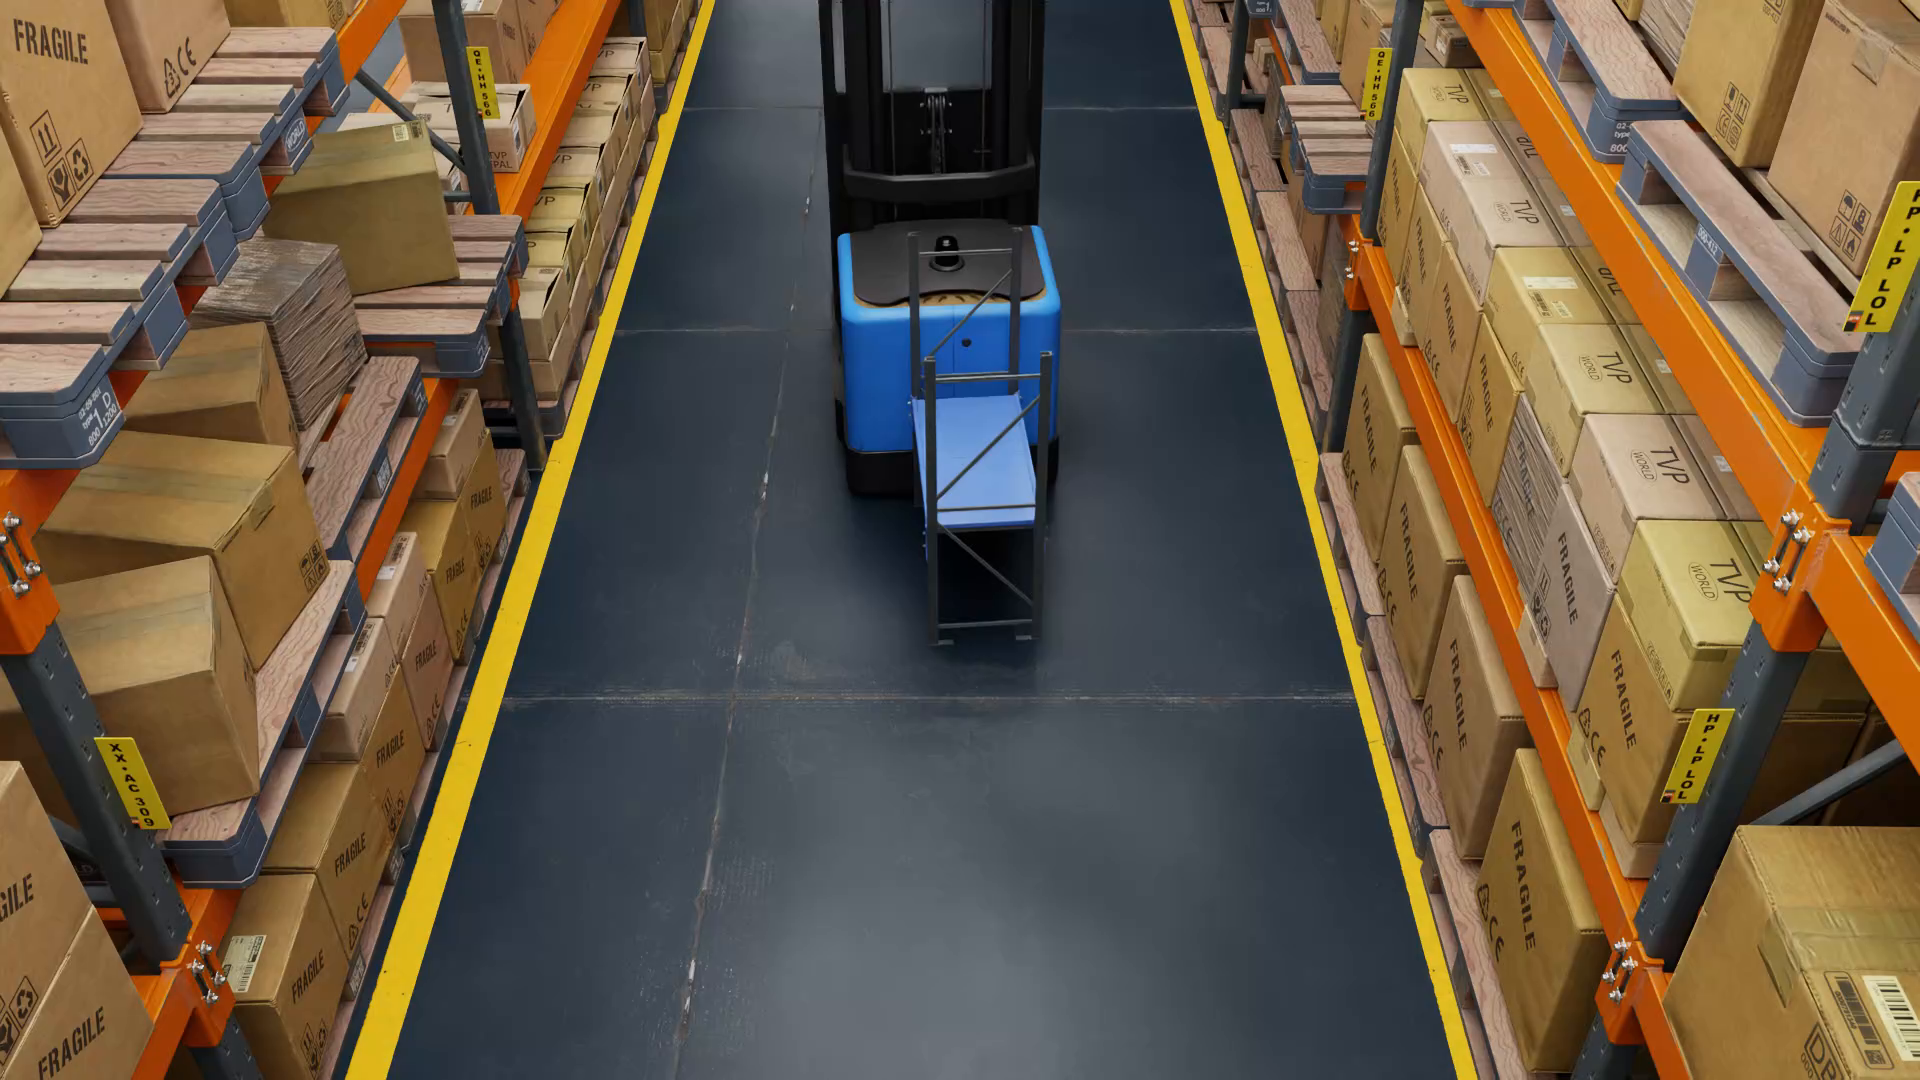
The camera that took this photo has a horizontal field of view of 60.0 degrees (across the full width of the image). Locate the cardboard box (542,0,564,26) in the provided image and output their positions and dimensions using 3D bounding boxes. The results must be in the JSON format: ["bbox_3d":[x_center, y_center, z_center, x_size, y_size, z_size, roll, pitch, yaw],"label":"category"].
[{"bbox_3d":[-2.629,-3.280,9.610,0.500,0.500,0.500,3,39,3],"label":"cardboard box"}]

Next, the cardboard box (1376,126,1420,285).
[{"bbox_3d":[2.089,-1.414,7.028,0.500,0.500,0.500,1,39,1],"label":"cardboard box"}]

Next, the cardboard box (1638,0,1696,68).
[{"bbox_3d":[2.456,-1.647,4.821,0.700,0.500,0.500,0,39,0],"label":"cardboard box"}]

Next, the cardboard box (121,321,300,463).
[{"bbox_3d":[-2.668,-0.356,5.625,0.700,0.500,0.500,-9,40,-11],"label":"cardboard box"}]

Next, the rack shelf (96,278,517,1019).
[{"bbox_3d":[-2.607,-0.018,6.194,1.077,0.370,4.000,0,39,0],"label":"rack shelf"}]

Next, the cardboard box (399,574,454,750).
[{"bbox_3d":[-2.366,0.491,6.631,0.500,0.500,0.500,-1,39,-2],"label":"cardboard box"}]

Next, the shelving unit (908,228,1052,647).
[{"bbox_3d":[0.067,-0.449,7.357,0.538,1.500,1.048,-3,39,-4],"label":"shelving unit"}]

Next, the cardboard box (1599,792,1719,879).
[{"bbox_3d":[2.066,0.825,4.752,0.380,0.149,0.250,0,39,0],"label":"cardboard box"}]

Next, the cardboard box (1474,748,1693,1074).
[{"bbox_3d":[2.218,1.215,5.464,0.750,0.750,0.750,0,39,0],"label":"cardboard box"}]

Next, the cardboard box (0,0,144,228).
[{"bbox_3d":[-2.555,-1.193,4.192,0.600,0.600,0.600,0,39,-1],"label":"cardboard box"}]

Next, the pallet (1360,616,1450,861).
[{"bbox_3d":[2.269,0.787,6.845,1.003,0.211,1.213,0,39,0],"label":"pallet"}]

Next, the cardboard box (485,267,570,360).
[{"bbox_3d":[-2.316,-1.187,8.492,0.500,0.311,0.500,1,39,1],"label":"cardboard box"}]

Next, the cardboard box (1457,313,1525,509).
[{"bbox_3d":[2.088,-0.451,5.825,0.500,0.500,0.500,1,39,1],"label":"cardboard box"}]

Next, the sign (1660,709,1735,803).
[{"bbox_3d":[1.807,0.532,4.071,0.100,0.325,0.005,0,39,0],"label":"sign"}]

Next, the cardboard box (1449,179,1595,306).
[{"bbox_3d":[2.093,-1.078,6.008,0.500,0.250,0.500,0,39,0],"label":"cardboard box"}]

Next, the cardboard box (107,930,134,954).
[{"bbox_3d":[-2.892,1.448,5.438,0.500,0.500,0.500,0,39,0],"label":"cardboard box"}]

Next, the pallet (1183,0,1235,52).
[{"bbox_3d":[2.300,-4.153,13.009,1.003,0.211,1.213,0,39,0],"label":"pallet"}]

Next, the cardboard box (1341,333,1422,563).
[{"bbox_3d":[2.214,-0.420,7.504,0.750,0.750,0.750,-1,39,-1],"label":"cardboard box"}]

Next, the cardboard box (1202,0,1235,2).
[{"bbox_3d":[2.198,-4.506,12.867,0.700,0.500,0.500,-2,39,-3],"label":"cardboard box"}]

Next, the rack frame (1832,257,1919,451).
[{"bbox_3d":[2.349,-1.395,2.540,1.000,3.000,0.127,0,39,0],"label":"rack frame"}]

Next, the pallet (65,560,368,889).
[{"bbox_3d":[-2.496,0.527,5.092,1.003,0.211,1.213,0,39,0],"label":"pallet"}]

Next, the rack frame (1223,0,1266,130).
[{"bbox_3d":[2.340,-4.057,10.659,1.000,3.000,0.127,0,39,0],"label":"rack frame"}]

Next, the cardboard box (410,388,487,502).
[{"bbox_3d":[-2.369,-0.418,7.166,0.500,0.250,0.500,1,39,2],"label":"cardboard box"}]

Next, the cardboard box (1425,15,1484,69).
[{"bbox_3d":[2.314,-2.235,7.435,0.380,0.149,0.250,-5,39,-6],"label":"cardboard box"}]

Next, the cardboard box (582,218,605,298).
[{"bbox_3d":[-2.324,-1.607,9.466,0.500,0.250,0.500,-1,39,-1],"label":"cardboard box"}]

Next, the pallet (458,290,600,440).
[{"bbox_3d":[-2.571,-0.976,9.045,1.003,0.211,1.213,0,39,0],"label":"pallet"}]

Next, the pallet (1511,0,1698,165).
[{"bbox_3d":[2.403,-1.550,5.283,1.003,0.211,1.213,2,39,2],"label":"pallet"}]

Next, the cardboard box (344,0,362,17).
[{"bbox_3d":[-2.574,-2.167,5.822,0.910,0.500,0.500,0,39,0],"label":"cardboard box"}]

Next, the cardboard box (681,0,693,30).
[{"bbox_3d":[-2.302,-4.057,12.523,0.500,0.250,0.500,0,39,0],"label":"cardboard box"}]

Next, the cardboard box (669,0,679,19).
[{"bbox_3d":[-2.310,-4.037,11.898,0.500,0.500,0.500,0,39,0],"label":"cardboard box"}]

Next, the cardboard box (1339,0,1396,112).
[{"bbox_3d":[2.306,-2.409,8.171,0.700,0.500,0.500,-3,39,-4],"label":"cardboard box"}]

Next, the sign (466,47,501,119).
[{"bbox_3d":[-2.066,-1.976,7.201,0.100,0.325,0.005,0,39,0],"label":"sign"}]

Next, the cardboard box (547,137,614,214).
[{"bbox_3d":[-2.325,-2.156,9.701,0.500,0.311,0.500,0,39,-1],"label":"cardboard box"}]

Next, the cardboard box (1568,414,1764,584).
[{"bbox_3d":[2.102,-0.121,4.814,0.500,0.250,0.500,1,39,1],"label":"cardboard box"}]

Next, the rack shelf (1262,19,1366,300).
[{"bbox_3d":[2.342,-2.525,9.323,1.077,0.370,4.000,0,39,0],"label":"rack shelf"}]

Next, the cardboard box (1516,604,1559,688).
[{"bbox_3d":[2.027,0.340,5.357,0.380,0.149,0.250,0,39,0],"label":"cardboard box"}]

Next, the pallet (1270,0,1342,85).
[{"bbox_3d":[2.301,-2.718,9.142,1.003,0.211,1.213,0,39,0],"label":"pallet"}]

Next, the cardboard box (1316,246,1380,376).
[{"bbox_3d":[2.292,-1.202,8.743,0.700,0.500,0.500,0,39,1],"label":"cardboard box"}]

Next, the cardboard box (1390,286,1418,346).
[{"bbox_3d":[2.021,-0.935,6.949,0.380,0.149,0.250,1,39,1],"label":"cardboard box"}]

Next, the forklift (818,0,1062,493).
[{"bbox_3d":[-0.157,-2.284,8.502,1.130,2.935,3.031,-3,39,-4],"label":"forklift"}]

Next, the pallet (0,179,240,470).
[{"bbox_3d":[-2.535,-0.553,4.038,1.213,0.211,1.003,0,39,0],"label":"pallet"}]

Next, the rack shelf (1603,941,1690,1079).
[{"bbox_3d":[2.351,2.478,3.080,1.077,0.370,4.000,0,39,0],"label":"rack shelf"}]

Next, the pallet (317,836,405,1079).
[{"bbox_3d":[-2.643,1.532,5.915,1.003,0.211,1.213,0,39,0],"label":"pallet"}]

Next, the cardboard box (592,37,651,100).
[{"bbox_3d":[-2.327,-3.107,10.889,0.500,0.311,0.500,0,39,0],"label":"cardboard box"}]

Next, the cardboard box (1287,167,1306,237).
[{"bbox_3d":[2.368,-2.150,9.927,0.700,0.500,0.500,0,39,0],"label":"cardboard box"}]

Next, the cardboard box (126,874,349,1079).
[{"bbox_3d":[-2.361,1.453,5.431,0.500,0.500,0.500,-2,39,-2],"label":"cardboard box"}]

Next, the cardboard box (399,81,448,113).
[{"bbox_3d":[-2.667,-2.249,8.604,0.380,0.149,0.250,3,39,3],"label":"cardboard box"}]

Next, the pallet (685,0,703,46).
[{"bbox_3d":[-2.577,-4.225,13.098,1.003,0.211,1.213,0,39,0],"label":"pallet"}]

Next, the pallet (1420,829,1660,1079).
[{"bbox_3d":[2.273,1.552,5.890,1.003,0.211,1.213,0,39,0],"label":"pallet"}]

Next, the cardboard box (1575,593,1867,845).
[{"bbox_3d":[2.097,0.495,4.646,0.500,0.500,0.500,-1,39,-1],"label":"cardboard box"}]

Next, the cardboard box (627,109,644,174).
[{"bbox_3d":[-2.325,-2.566,10.662,0.500,0.250,0.500,-1,39,-1],"label":"cardboard box"}]

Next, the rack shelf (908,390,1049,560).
[{"bbox_3d":[0.067,-0.309,7.469,0.538,0.185,1.000,-3,39,-4],"label":"rack shelf"}]
